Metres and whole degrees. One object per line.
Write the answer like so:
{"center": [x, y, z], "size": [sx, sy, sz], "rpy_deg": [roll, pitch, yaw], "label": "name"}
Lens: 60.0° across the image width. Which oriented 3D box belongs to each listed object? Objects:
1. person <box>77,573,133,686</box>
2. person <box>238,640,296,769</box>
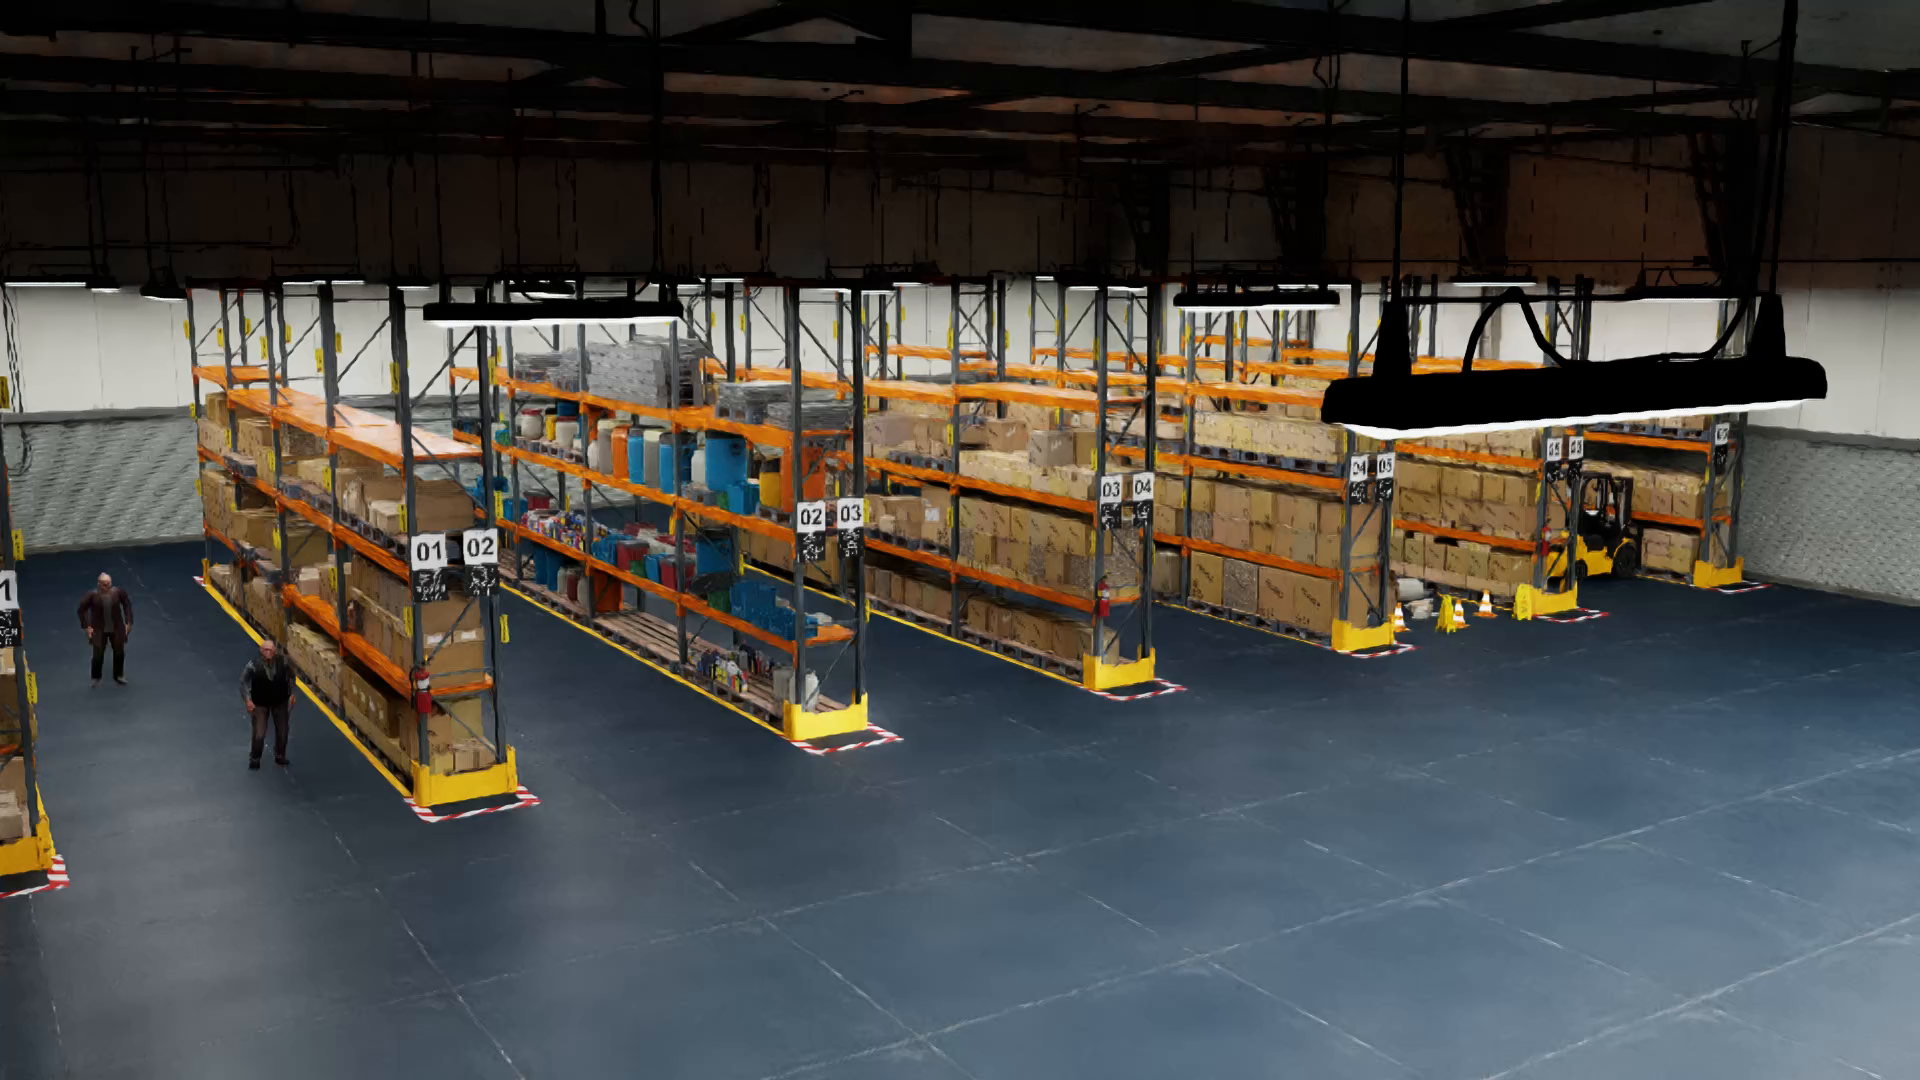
{"center": [-12.797, 1.328, 24.937], "size": [0.729, 1.733, 0.546], "rpy_deg": [-6, 11, -33], "label": "person"}
{"center": [-8.669, 2.047, 20.866], "size": [0.677, 1.671, 0.534], "rpy_deg": [-7, 12, -34], "label": "person"}
